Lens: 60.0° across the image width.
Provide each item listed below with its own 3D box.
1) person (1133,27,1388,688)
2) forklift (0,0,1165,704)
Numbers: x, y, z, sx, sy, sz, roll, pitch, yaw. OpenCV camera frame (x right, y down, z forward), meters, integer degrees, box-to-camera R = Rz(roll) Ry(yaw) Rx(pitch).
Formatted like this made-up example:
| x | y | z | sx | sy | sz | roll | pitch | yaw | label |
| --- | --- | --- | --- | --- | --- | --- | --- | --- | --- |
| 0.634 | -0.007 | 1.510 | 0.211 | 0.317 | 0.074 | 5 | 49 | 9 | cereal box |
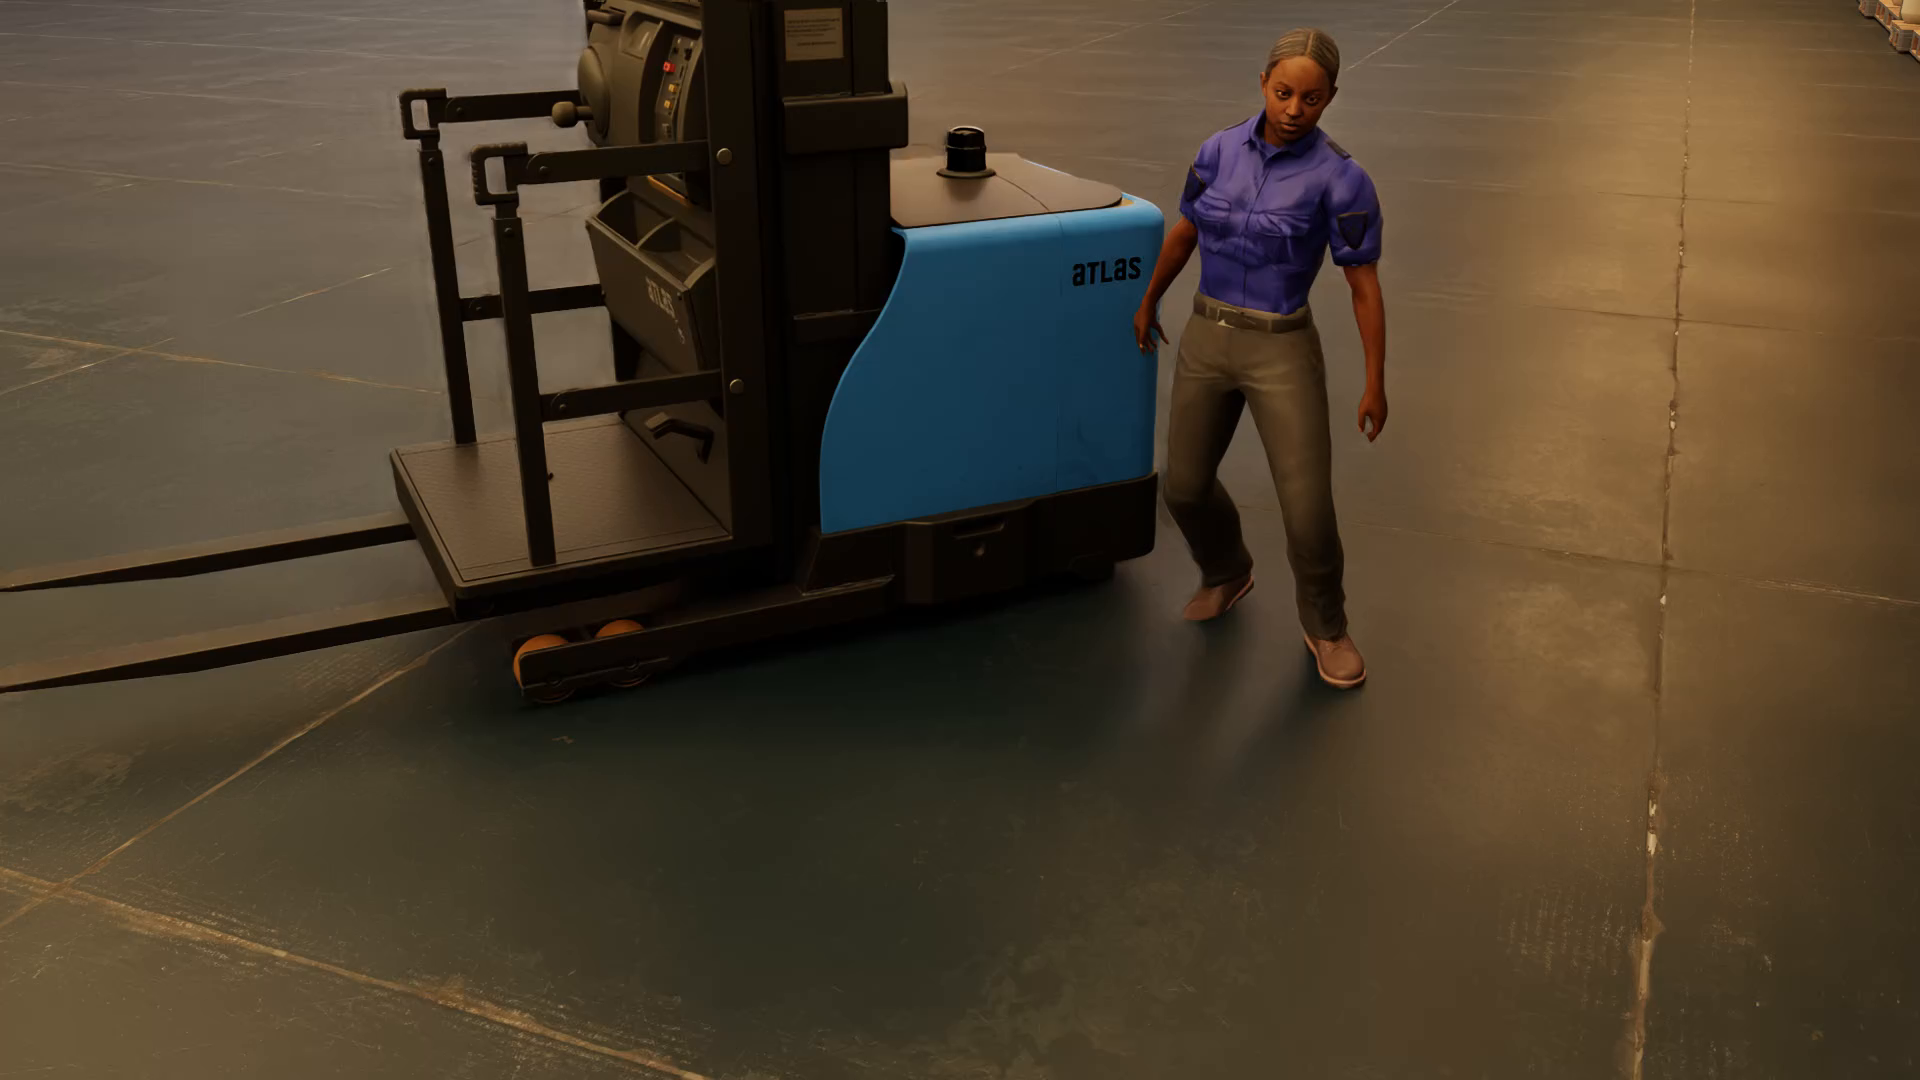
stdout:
| x | y | z | sx | sy | sz | roll | pitch | yaw | label |
| --- | --- | --- | --- | --- | --- | --- | --- | --- | --- |
| 0.765 | -0.465 | 4.214 | 0.804 | 1.635 | 0.465 | 18 | 29 | 36 | person |
| -0.987 | -1.180 | 4.114 | 3.031 | 2.935 | 1.130 | -11 | 25 | -24 | forklift |
